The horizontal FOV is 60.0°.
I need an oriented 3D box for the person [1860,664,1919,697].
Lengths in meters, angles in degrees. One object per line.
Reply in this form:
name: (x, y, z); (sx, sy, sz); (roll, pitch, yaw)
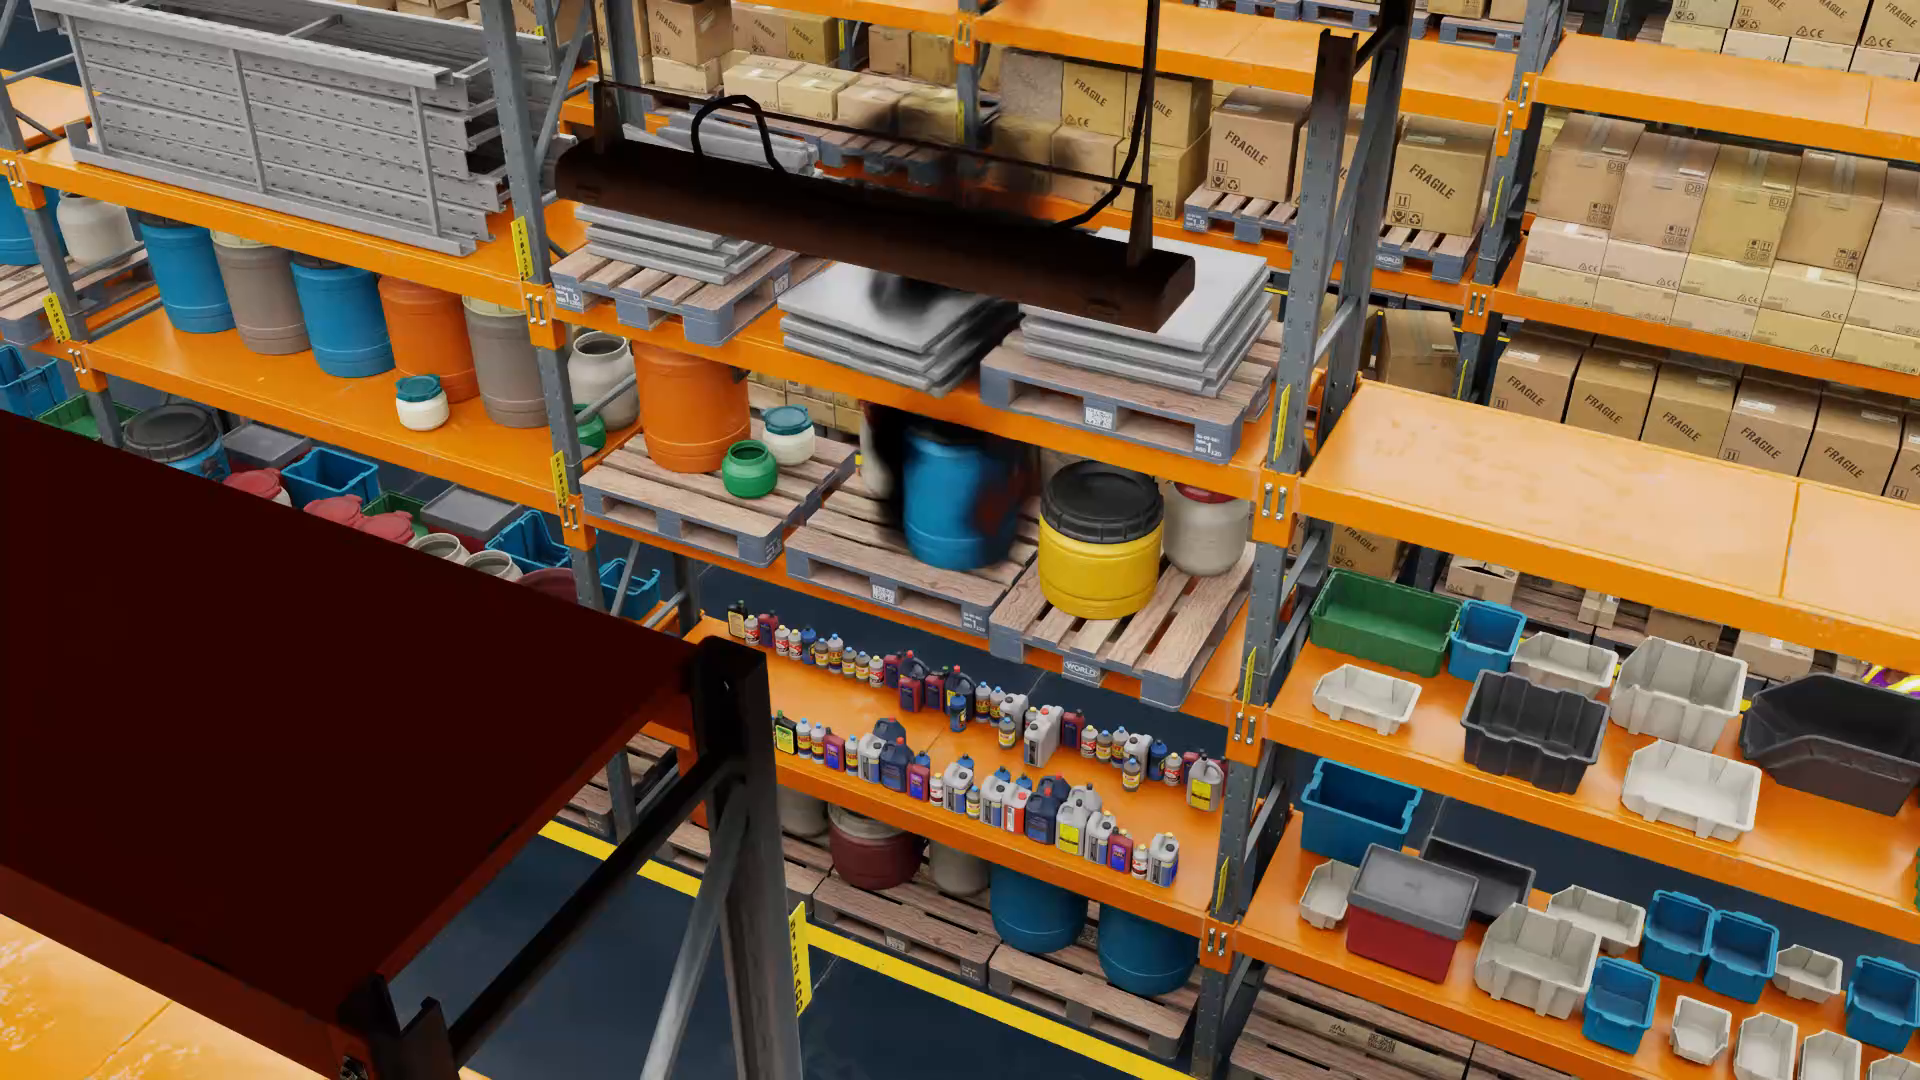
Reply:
person: (5.686, 1.290, 10.465); (0.901, 1.753, 0.702); (8, 36, 12)

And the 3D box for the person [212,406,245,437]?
person: (-6.158, -1.171, 14.080); (0.756, 1.726, 0.549); (9, 36, 12)
